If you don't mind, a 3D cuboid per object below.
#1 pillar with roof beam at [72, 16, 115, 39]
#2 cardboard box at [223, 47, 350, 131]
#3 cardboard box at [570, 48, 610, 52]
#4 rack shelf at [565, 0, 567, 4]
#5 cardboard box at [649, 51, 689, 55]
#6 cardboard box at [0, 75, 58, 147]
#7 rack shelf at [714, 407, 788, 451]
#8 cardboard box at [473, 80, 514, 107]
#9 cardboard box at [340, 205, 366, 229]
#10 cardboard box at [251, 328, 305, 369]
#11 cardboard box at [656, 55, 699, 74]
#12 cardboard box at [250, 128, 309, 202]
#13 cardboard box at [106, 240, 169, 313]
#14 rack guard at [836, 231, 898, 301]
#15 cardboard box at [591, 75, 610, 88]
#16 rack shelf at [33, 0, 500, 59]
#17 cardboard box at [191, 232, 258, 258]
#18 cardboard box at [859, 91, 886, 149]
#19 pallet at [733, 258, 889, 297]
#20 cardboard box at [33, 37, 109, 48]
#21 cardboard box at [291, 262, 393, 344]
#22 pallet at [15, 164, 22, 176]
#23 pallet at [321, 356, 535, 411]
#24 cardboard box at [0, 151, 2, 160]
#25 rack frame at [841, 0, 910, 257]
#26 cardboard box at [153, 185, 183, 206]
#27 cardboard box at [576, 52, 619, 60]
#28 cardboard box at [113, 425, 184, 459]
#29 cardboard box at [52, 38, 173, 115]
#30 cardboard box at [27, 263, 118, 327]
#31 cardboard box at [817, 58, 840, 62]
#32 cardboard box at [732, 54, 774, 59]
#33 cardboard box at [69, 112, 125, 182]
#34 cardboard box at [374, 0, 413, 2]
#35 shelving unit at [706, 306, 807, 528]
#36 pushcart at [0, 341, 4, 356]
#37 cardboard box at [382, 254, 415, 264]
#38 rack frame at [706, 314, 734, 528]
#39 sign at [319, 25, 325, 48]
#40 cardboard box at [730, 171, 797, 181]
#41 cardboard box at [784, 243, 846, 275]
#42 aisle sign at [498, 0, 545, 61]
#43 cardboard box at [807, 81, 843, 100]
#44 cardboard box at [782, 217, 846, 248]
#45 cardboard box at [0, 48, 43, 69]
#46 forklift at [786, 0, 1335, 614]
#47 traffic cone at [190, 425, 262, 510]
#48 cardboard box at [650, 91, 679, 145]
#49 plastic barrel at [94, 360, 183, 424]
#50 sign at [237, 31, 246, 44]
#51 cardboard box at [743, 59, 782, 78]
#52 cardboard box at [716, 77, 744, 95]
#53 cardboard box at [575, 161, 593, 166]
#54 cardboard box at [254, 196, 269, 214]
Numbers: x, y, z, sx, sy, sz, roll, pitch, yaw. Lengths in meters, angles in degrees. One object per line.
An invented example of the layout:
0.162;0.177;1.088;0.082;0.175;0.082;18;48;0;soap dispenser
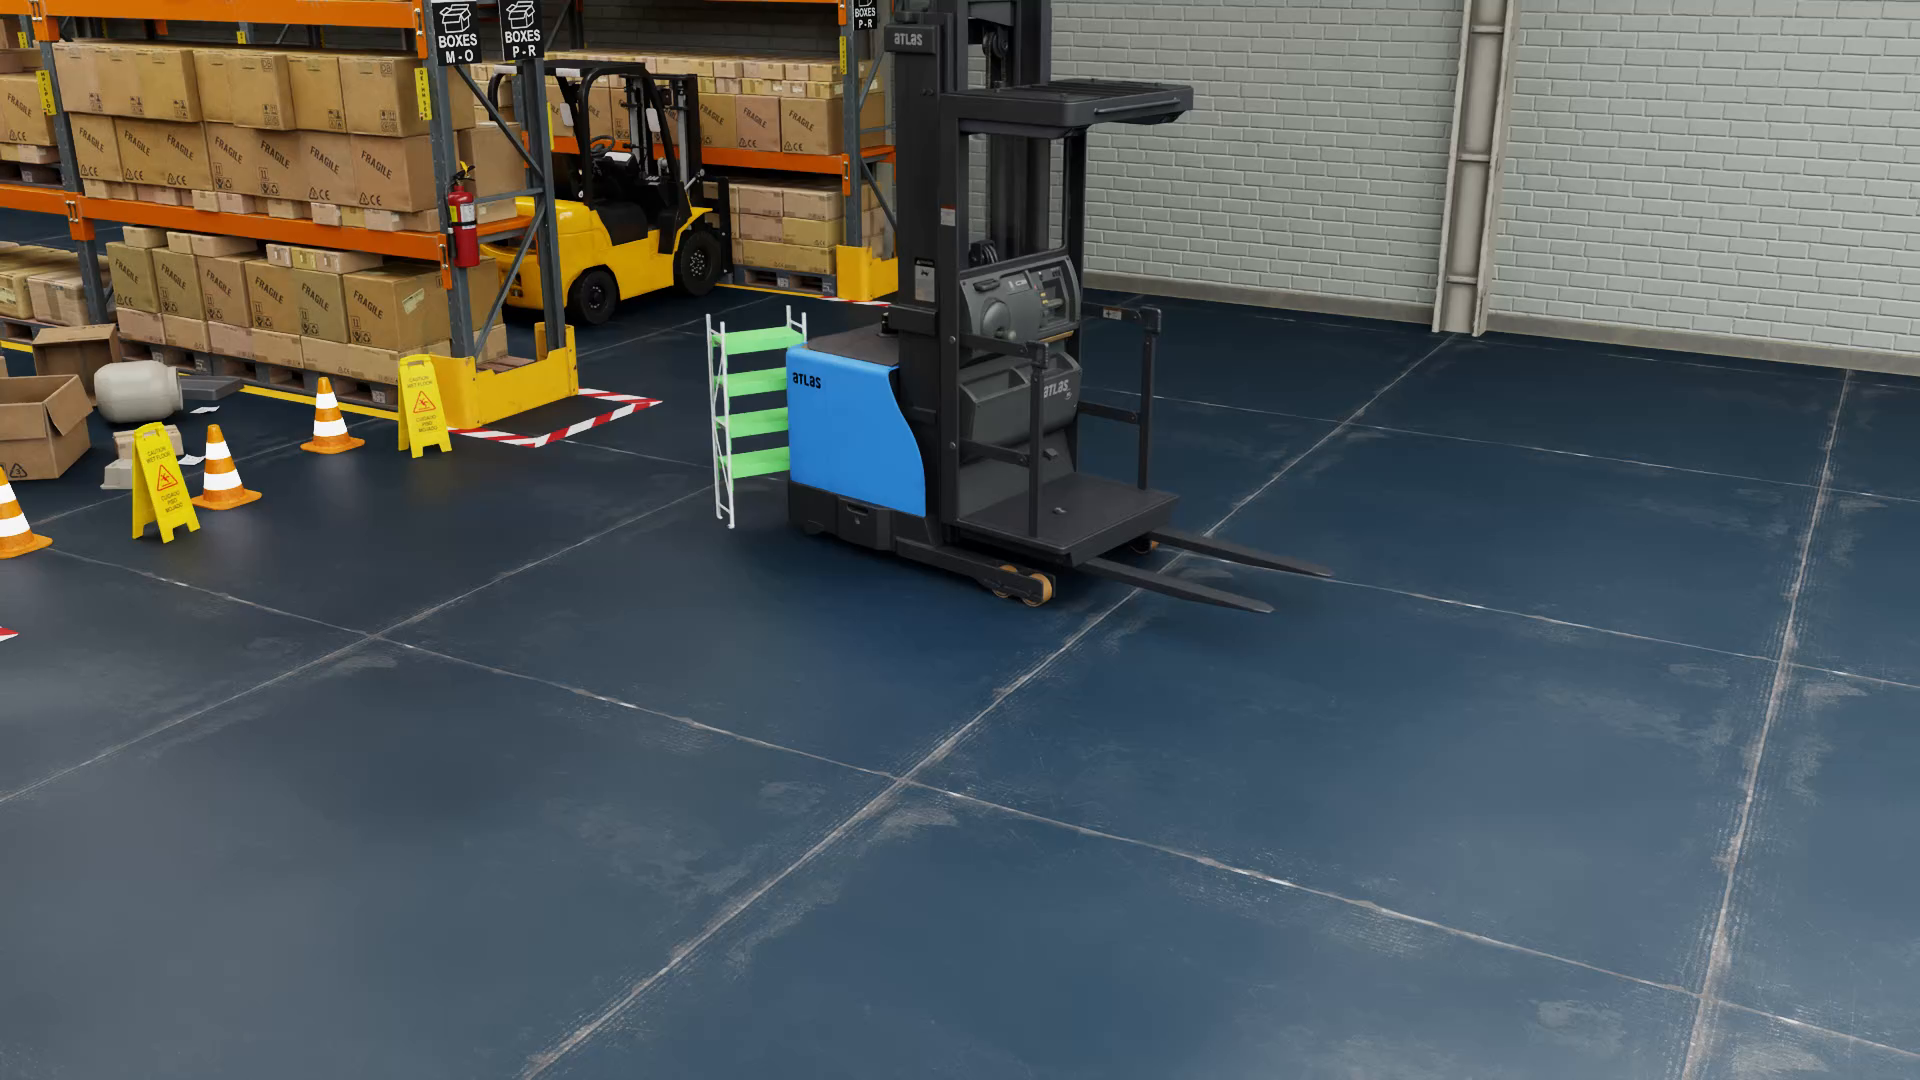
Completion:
-13.508;-7.749;17.532;0.400;9.000;9.100;11;23;27;pillar with roof beam
-4.668;-3.170;11.656;0.500;0.500;0.700;10;22;27;cardboard box
-3.830;-5.025;17.284;0.250;0.149;0.380;11;23;27;cardboard box
-6.003;-5.901;17.889;4.000;0.370;1.077;11;23;27;rack shelf
-2.928;-4.859;16.826;0.250;0.149;0.380;10;22;26;cardboard box
-7.189;-3.411;13.170;0.500;0.500;0.500;10;22;26;cardboard box
-1.147;-0.648;9.579;0.480;0.148;0.258;-11;22;-27;rack shelf
-4.810;-4.666;17.317;0.500;0.250;0.500;10;22;26;cardboard box
-4.101;-2.291;11.651;0.250;0.149;0.380;10;22;26;cardboard box
-4.927;-1.486;12.478;0.500;0.250;0.500;10;22;25;cardboard box
-2.733;-4.620;16.168;0.250;0.149;0.380;11;23;28;cardboard box
-4.660;-2.717;11.872;0.500;0.500;0.500;11;23;27;cardboard box
-6.291;-2.097;13.063;0.500;0.500;0.500;12;23;30;cardboard box
-0.743;-2.652;15.942;0.348;0.500;1.175;11;23;27;rack guard
-3.459;-4.576;16.483;0.250;0.149;0.380;11;23;28;cardboard box
-4.928;-3.757;11.980;4.000;0.370;1.077;11;23;27;rack shelf
-5.525;-2.234;12.491;0.250;0.149;0.380;12;23;30;cardboard box
-1.061;-4.043;15.965;0.500;0.500;0.500;12;23;29;cardboard box
-1.453;-2.635;16.319;1.213;0.211;1.003;11;23;27;pallet
-10.927;-5.924;20.535;0.500;0.500;0.700;11;23;29;cardboard box
-4.466;-1.751;12.111;0.500;0.500;0.500;12;23;29;cardboard box
-8.418;-3.276;14.278;1.213;0.211;1.003;11;23;27;pallet
-3.940;-1.200;12.364;1.213;0.211;1.003;11;23;27;pallet
-7.722;-3.182;13.490;0.250;0.149;0.380;10;22;26;cardboard box
-0.764;-3.831;15.527;0.127;3.000;1.000;11;23;27;rack frame
-5.864;-2.639;12.609;0.250;0.149;0.380;12;23;29;cardboard box
-3.624;-4.790;16.638;0.250;0.149;0.380;10;22;26;cardboard box
-5.311;-0.629;10.881;0.380;0.149;0.250;-11;23;-29;cardboard box
-6.396;-3.537;12.668;0.500;0.500;0.700;11;22;27;cardboard box
-7.133;-2.066;13.901;0.625;0.372;0.950;11;23;28;cardboard box
-1.155;-4.505;15.851;0.250;0.149;0.380;12;23;29;cardboard box
-2.035;-4.690;16.362;0.250;0.149;0.380;10;22;26;cardboard box
-6.426;-3.048;12.787;0.500;0.500;0.500;11;23;27;cardboard box
-3.630;-3.621;10.917;0.250;0.149;0.380;11;23;28;cardboard box
-1.147;-0.708;9.557;0.503;1.200;0.258;-11;22;-27;shelving unit
-7.742;-1.098;11.839;0.936;0.377;1.648;3;20;9;pushcart
-4.231;-1.916;12.565;0.500;0.500;0.500;10;22;25;cardboard box
-1.361;-0.668;9.448;0.015;1.200;0.240;-11;22;-27;rack frame
-7.481;-5.871;19.454;0.005;0.325;0.100;11;23;27;sign
-1.961;-3.510;16.594;0.500;0.250;0.500;11;22;27;cardboard box
-1.329;-2.720;15.881;0.500;0.250;0.500;11;23;28;cardboard box
-2.977;-3.657;11.235;0.004;0.787;0.394;11;23;27;aisle sign
-1.204;-4.157;15.329;0.250;0.149;0.380;11;23;28;cardboard box
-1.342;-2.959;15.806;0.500;0.250;0.500;10;22;27;cardboard box
-7.911;-4.040;13.955;0.250;0.149;0.380;12;23;30;cardboard box
0.483;-1.243;8.495;3.031;2.935;1.130;16;25;36;forklift
-4.431;-0.461;9.956;0.334;0.463;0.336;11;23;27;traffic cone
-2.662;-4.136;16.222;0.500;0.500;0.500;11;23;28;cardboard box
-5.723;-1.034;11.596;0.512;0.421;0.421;-7;21;-20;plastic barrel
-8.005;-5.505;18.561;0.005;0.325;0.100;11;23;27;sign
-1.833;-4.450;15.701;0.250;0.149;0.380;11;23;28;cardboard box
-2.105;-4.327;15.797;0.250;0.149;0.380;10;22;26;cardboard box
-3.733;-3.847;17.521;0.500;0.250;0.500;11;23;28;cardboard box
-4.938;-2.493;12.207;0.250;0.149;0.380;11;23;27;cardboard box
